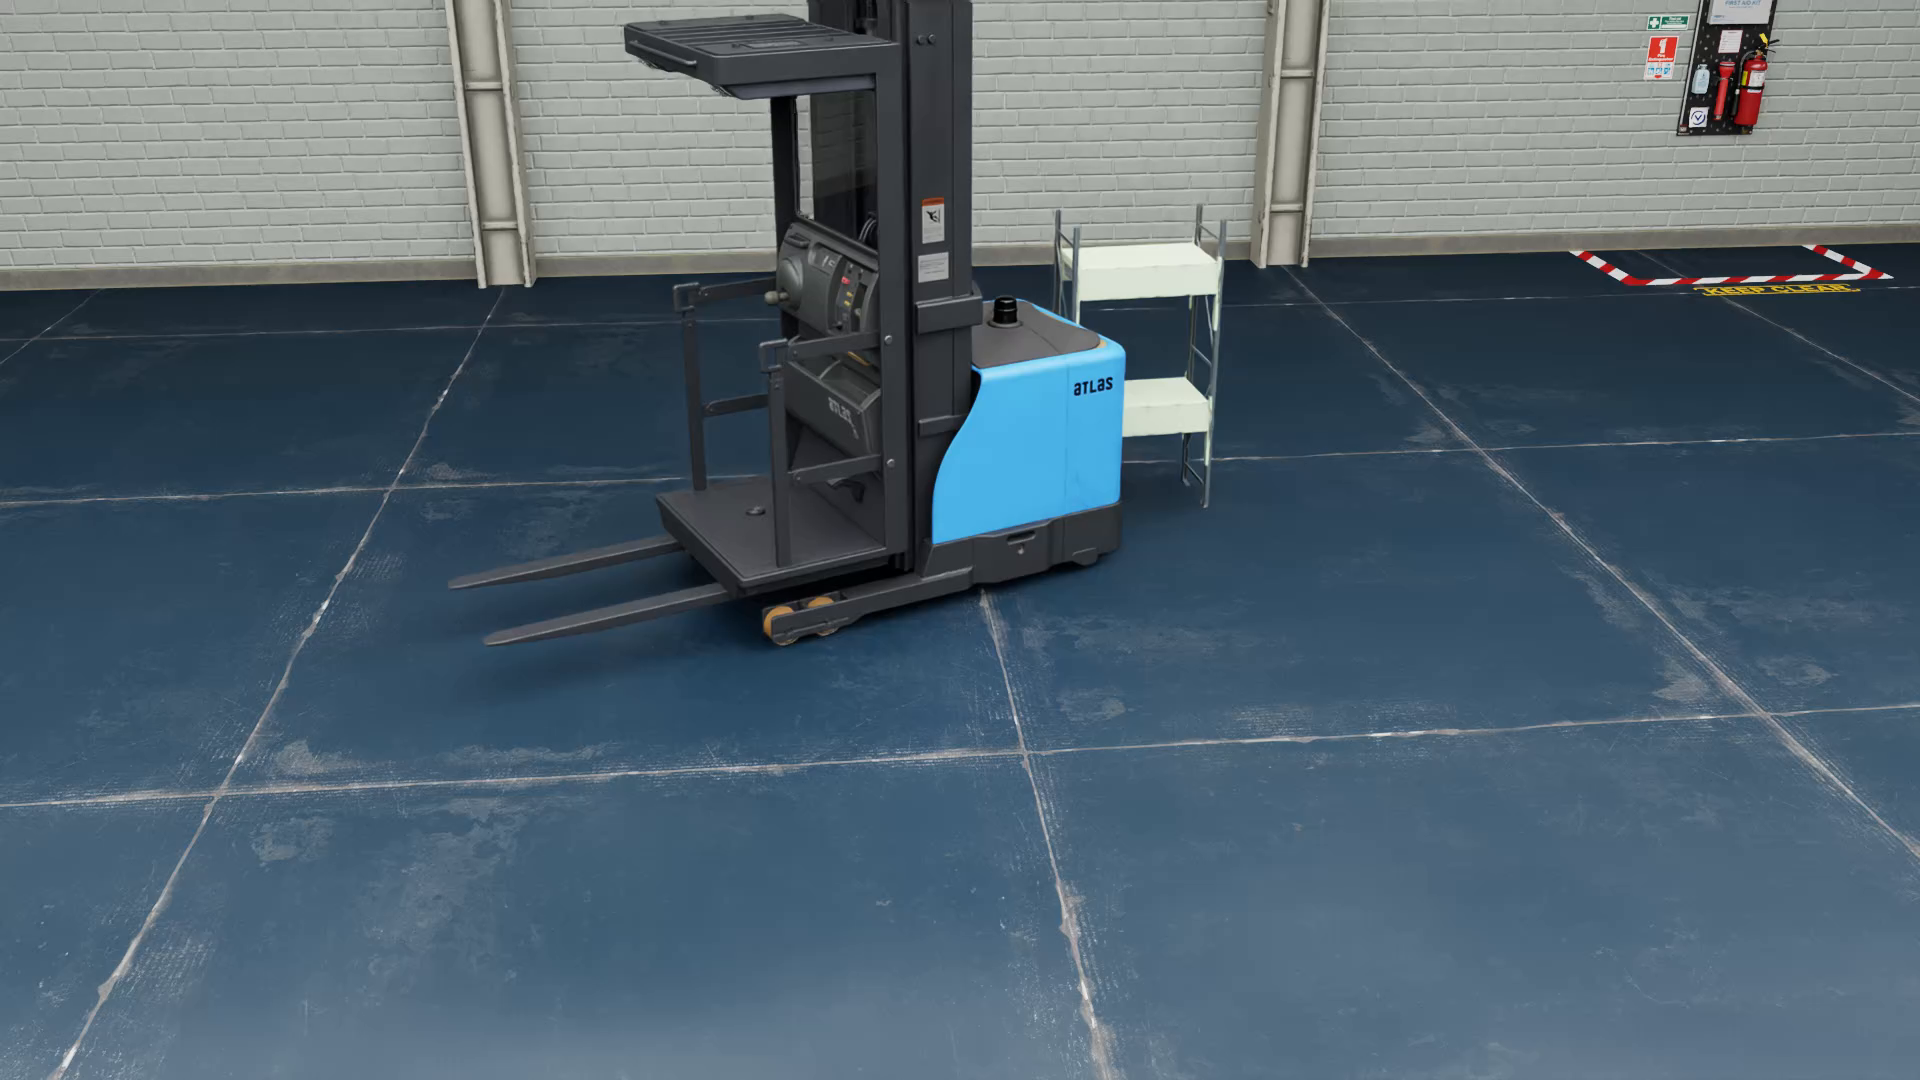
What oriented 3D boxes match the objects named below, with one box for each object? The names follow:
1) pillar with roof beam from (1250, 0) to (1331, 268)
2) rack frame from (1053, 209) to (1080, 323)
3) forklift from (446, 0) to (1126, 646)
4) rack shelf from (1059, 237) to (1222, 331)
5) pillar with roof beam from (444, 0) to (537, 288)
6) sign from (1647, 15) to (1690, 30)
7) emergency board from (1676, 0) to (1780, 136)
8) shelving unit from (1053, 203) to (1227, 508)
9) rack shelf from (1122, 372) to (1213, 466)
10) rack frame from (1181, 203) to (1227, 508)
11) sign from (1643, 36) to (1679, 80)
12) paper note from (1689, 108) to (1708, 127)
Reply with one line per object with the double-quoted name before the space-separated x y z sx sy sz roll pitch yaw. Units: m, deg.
"pillar with roof beam" 2.952 -4.576 7.467 0.400 9.000 9.100 -2 24 -5
"rack frame" 0.521 -0.876 8.374 0.023 1.500 0.400 -4 24 -10
"forklift" -0.763 -1.127 7.177 3.031 2.935 1.130 -13 27 -26
"rack shelf" 0.881 -1.260 8.278 0.720 0.370 0.431 -4 24 -10
"pillar with roof beam" -3.019 -4.337 6.928 0.400 9.000 9.100 -2 24 -5
"sign" 5.482 -4.006 12.873 0.331 0.109 0.001 -2 24 -5
"emergency board" 6.037 -3.731 12.952 0.643 1.169 0.194 -2 24 -5
"shelving unit" 0.881 -0.904 8.437 0.755 1.500 0.431 -4 24 -10
"rack shelf" 0.881 -0.606 8.569 0.720 0.370 0.431 -4 24 -10
"rack frame" 1.240 -0.931 8.499 0.023 1.500 0.400 -4 24 -10
"sign" 5.476 -3.767 12.988 0.234 0.329 0.001 -2 24 -5
"paper note" 5.854 -3.350 13.177 0.142 0.148 0.016 -2 24 -5
